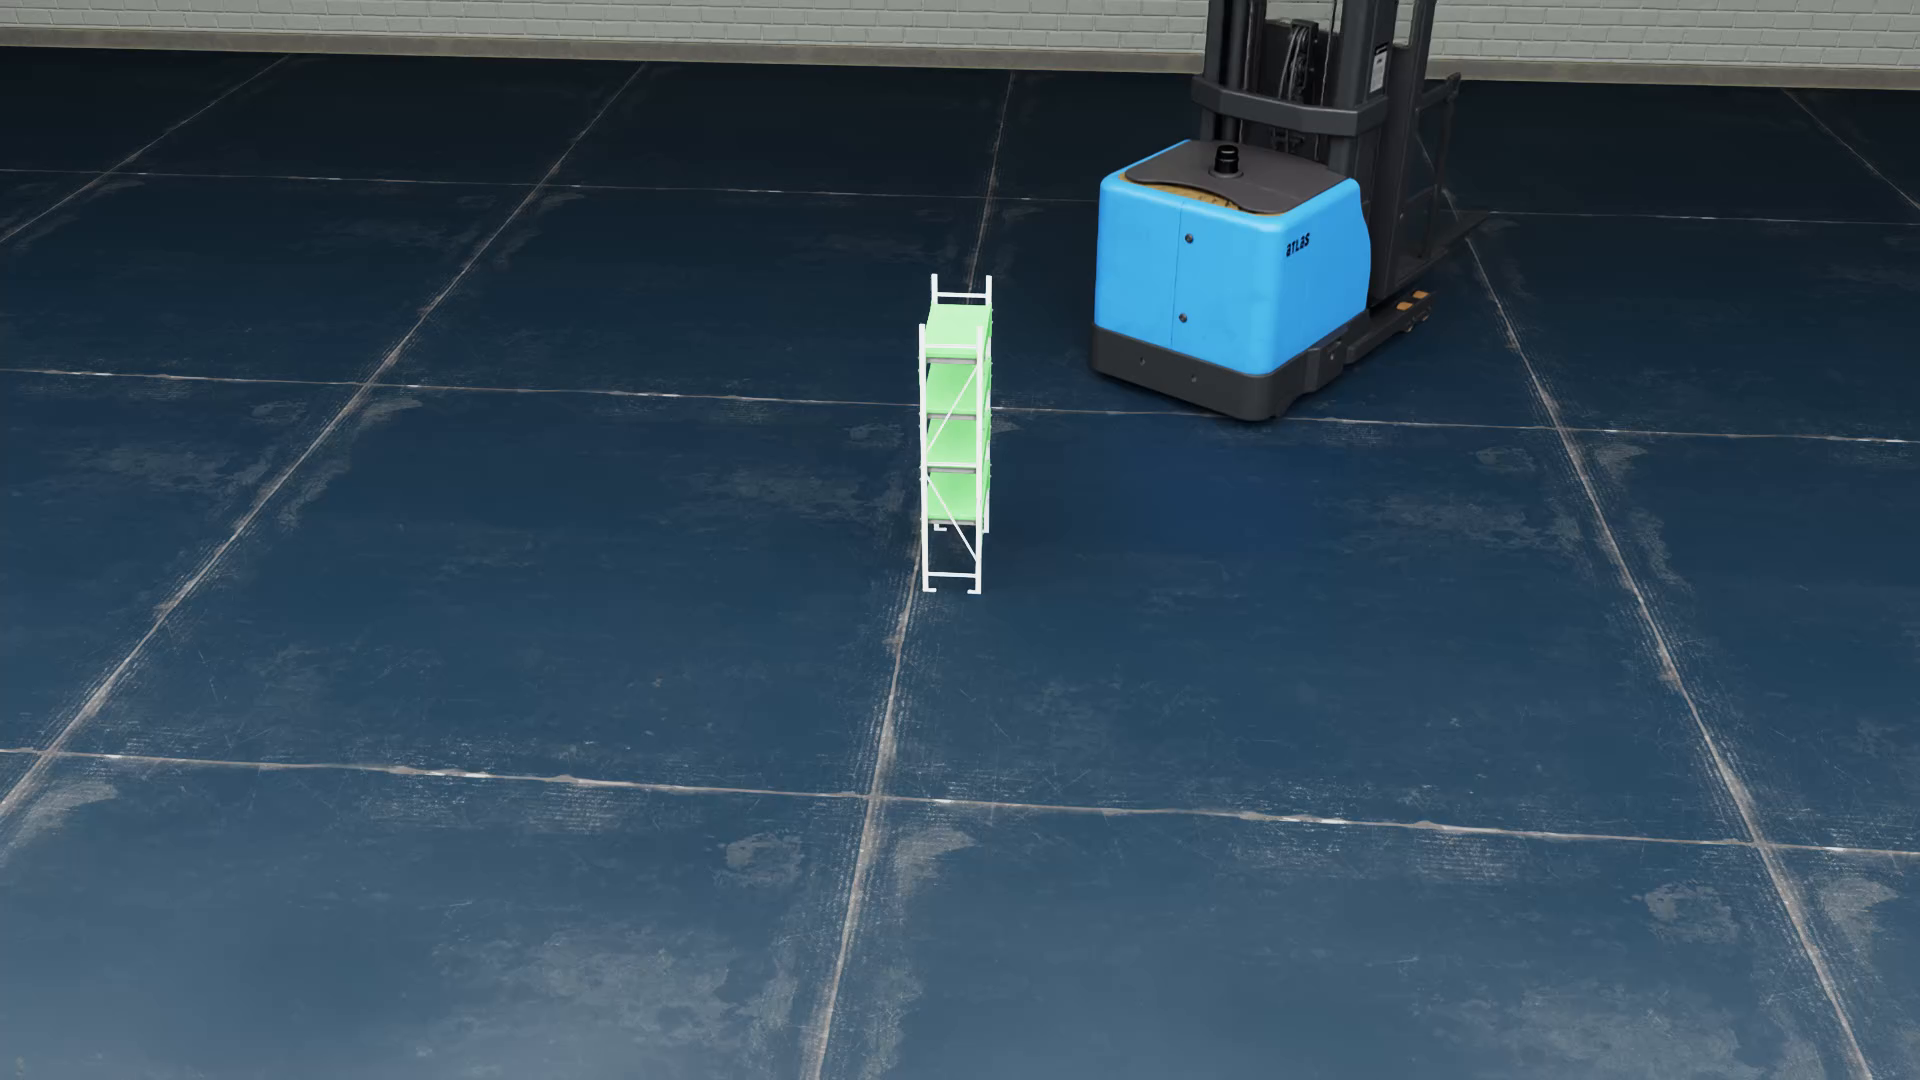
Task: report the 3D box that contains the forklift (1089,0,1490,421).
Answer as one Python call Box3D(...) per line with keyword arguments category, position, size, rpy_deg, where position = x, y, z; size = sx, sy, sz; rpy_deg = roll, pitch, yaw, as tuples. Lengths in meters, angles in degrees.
Box3D(category="forklift", position=(1.985, -2.529, 8.560), size=(1.130, 2.935, 3.031), rpy_deg=(23, 38, 32))

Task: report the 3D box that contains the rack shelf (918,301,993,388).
Box3D(category="rack shelf", position=(-0.013, -0.778, 6.576), size=(0.258, 0.148, 0.480), rpy_deg=(2, 32, 4))

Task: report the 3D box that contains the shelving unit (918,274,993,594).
Box3D(category="shelving unit", position=(-0.013, -0.424, 6.795), size=(0.258, 1.200, 0.503), rpy_deg=(2, 32, 4))

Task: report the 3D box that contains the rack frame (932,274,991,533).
Box3D(category="rack frame", position=(0.006, -0.552, 7.002), size=(0.240, 1.200, 0.015), rpy_deg=(2, 32, 4))

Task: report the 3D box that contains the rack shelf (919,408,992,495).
Box3D(category="rack shelf", position=(-0.013, -0.370, 6.828), size=(0.258, 0.148, 0.480), rpy_deg=(2, 32, 4))

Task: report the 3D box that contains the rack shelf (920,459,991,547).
Box3D(category="rack shelf", position=(-0.013, -0.166, 6.954), size=(0.258, 0.148, 0.480), rpy_deg=(2, 32, 4))

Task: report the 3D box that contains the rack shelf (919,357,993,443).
Box3D(category="rack shelf", position=(-0.013, -0.574, 6.702), size=(0.258, 0.148, 0.480), rpy_deg=(2, 32, 4))

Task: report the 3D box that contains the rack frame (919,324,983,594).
Box3D(category="rack frame", position=(-0.033, -0.297, 6.588), size=(0.240, 1.200, 0.015), rpy_deg=(2, 32, 4))
